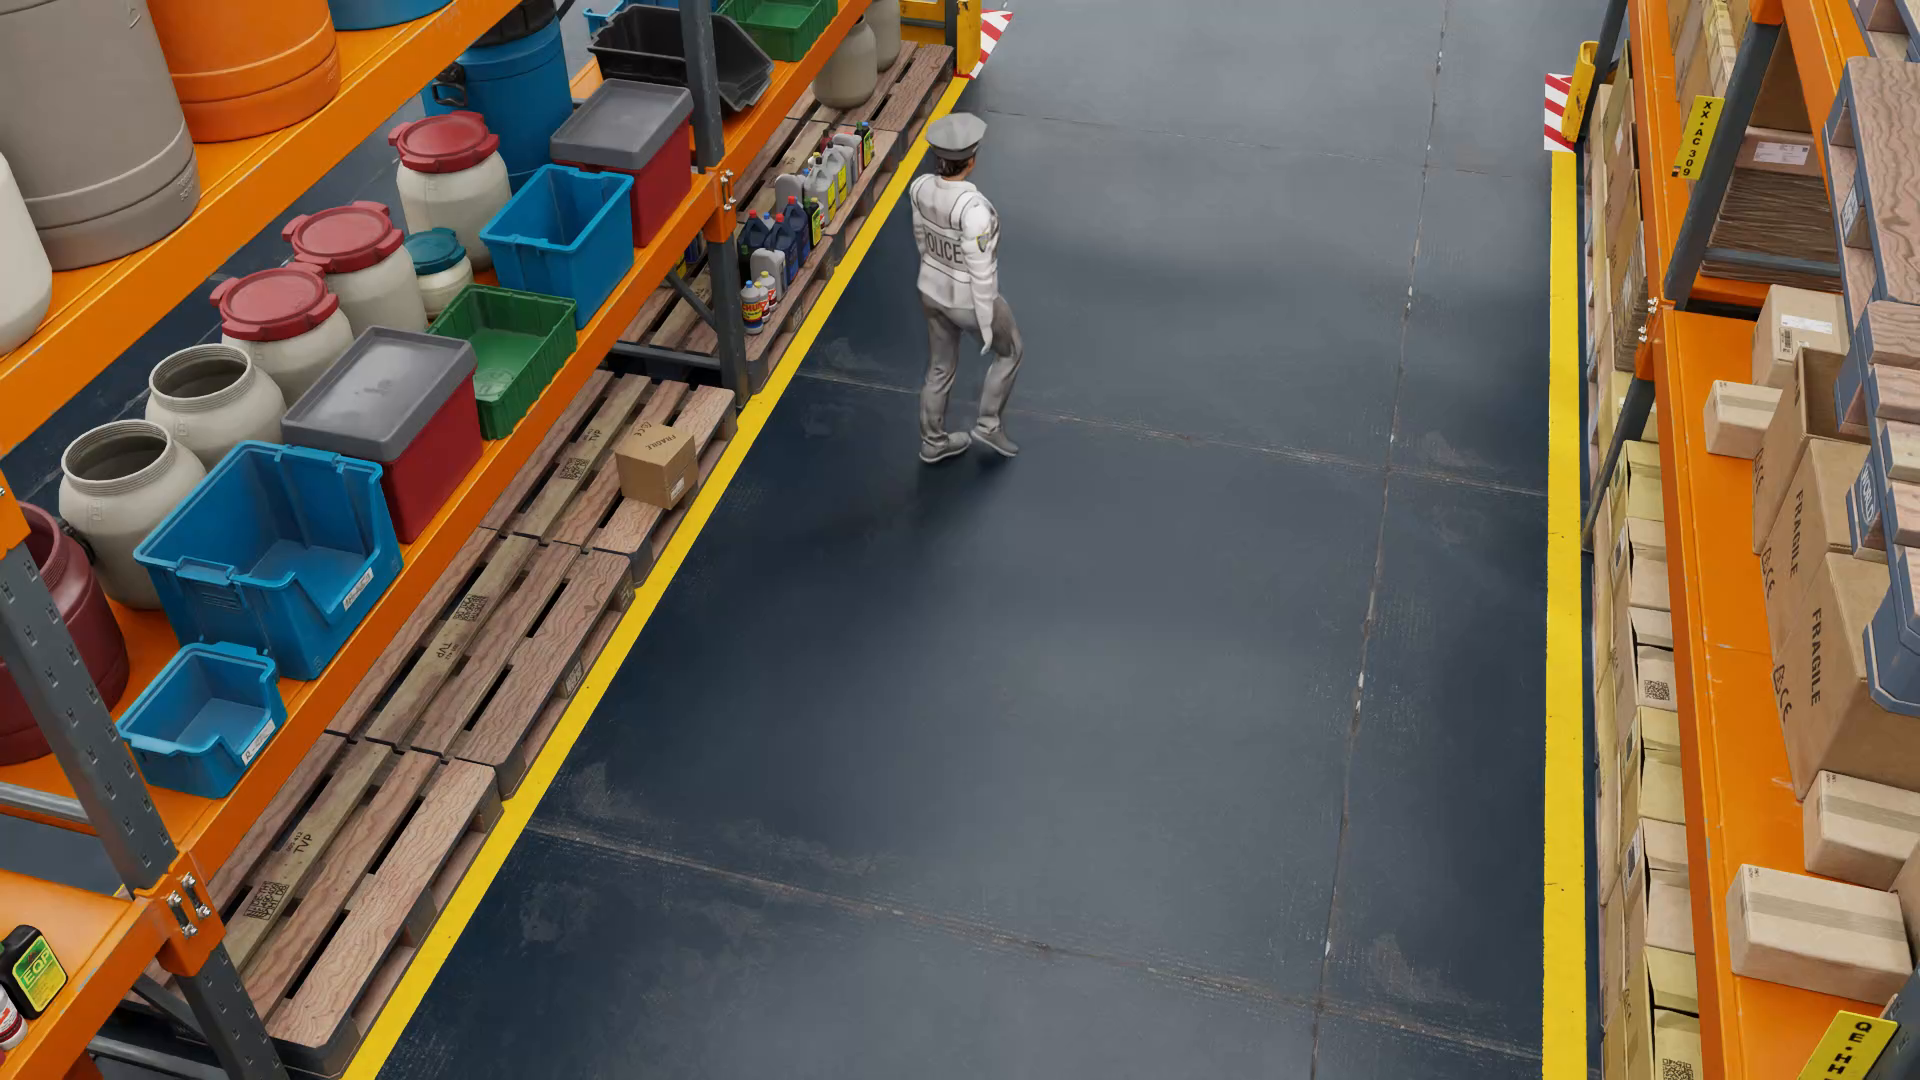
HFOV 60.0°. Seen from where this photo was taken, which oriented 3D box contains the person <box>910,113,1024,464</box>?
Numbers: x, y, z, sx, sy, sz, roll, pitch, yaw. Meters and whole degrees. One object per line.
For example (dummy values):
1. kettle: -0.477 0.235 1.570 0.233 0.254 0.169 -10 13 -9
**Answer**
1. person: 0.007 -1.054 7.367 0.527 1.717 0.487 33 51 32
